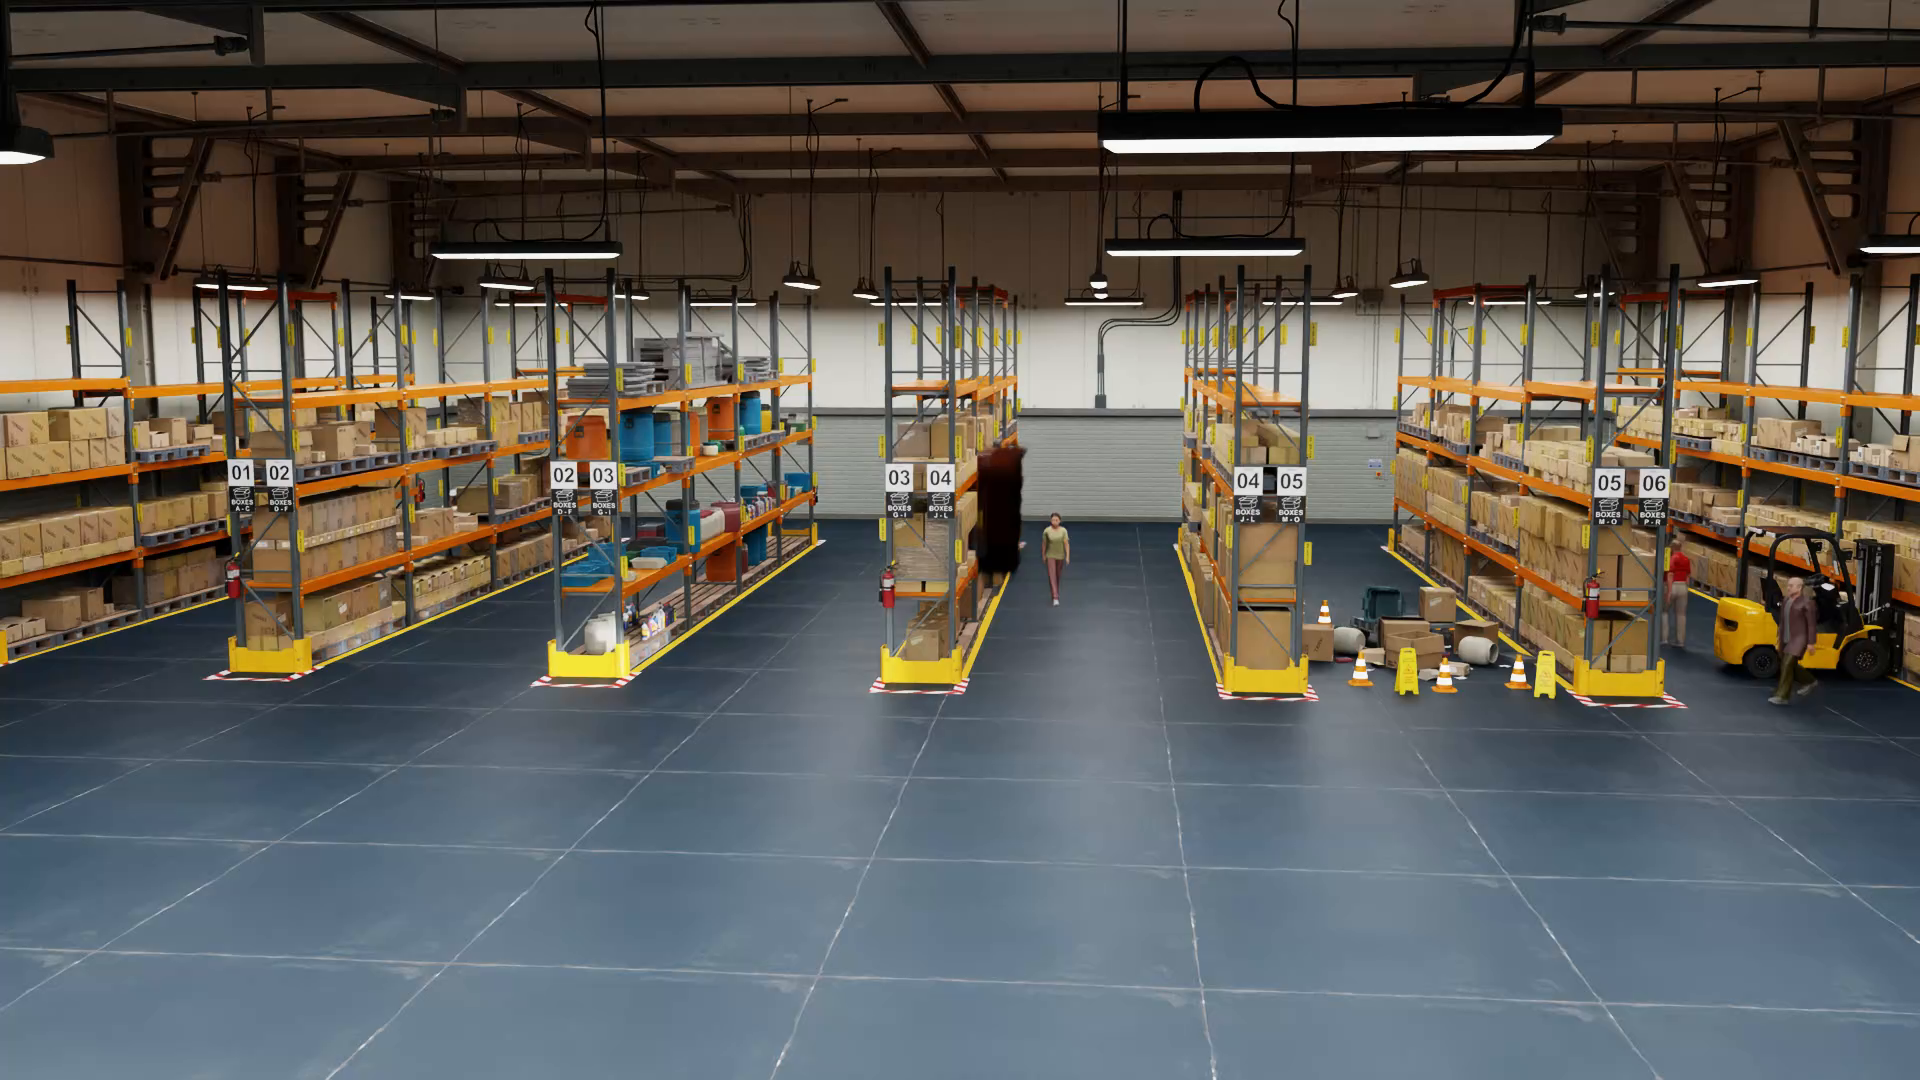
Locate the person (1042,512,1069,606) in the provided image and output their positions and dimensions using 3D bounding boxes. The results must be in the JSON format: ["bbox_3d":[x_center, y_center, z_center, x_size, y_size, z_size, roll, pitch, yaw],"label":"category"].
[{"bbox_3d":[1.703,0.306,29.439,0.450,1.607,1.053,-1,7,-11],"label":"person"}]

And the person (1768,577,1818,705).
[{"bbox_3d":[11.480,1.368,22.786,1.078,1.737,0.578,-3,7,-22],"label":"person"}]

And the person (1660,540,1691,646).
[{"bbox_3d":[11.651,0.902,27.052,0.539,1.784,0.599,0,7,0],"label":"person"}]

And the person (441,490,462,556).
[{"bbox_3d":[-10.953,-0.230,36.006,0.671,1.709,1.081,0,7,3],"label":"person"}]
